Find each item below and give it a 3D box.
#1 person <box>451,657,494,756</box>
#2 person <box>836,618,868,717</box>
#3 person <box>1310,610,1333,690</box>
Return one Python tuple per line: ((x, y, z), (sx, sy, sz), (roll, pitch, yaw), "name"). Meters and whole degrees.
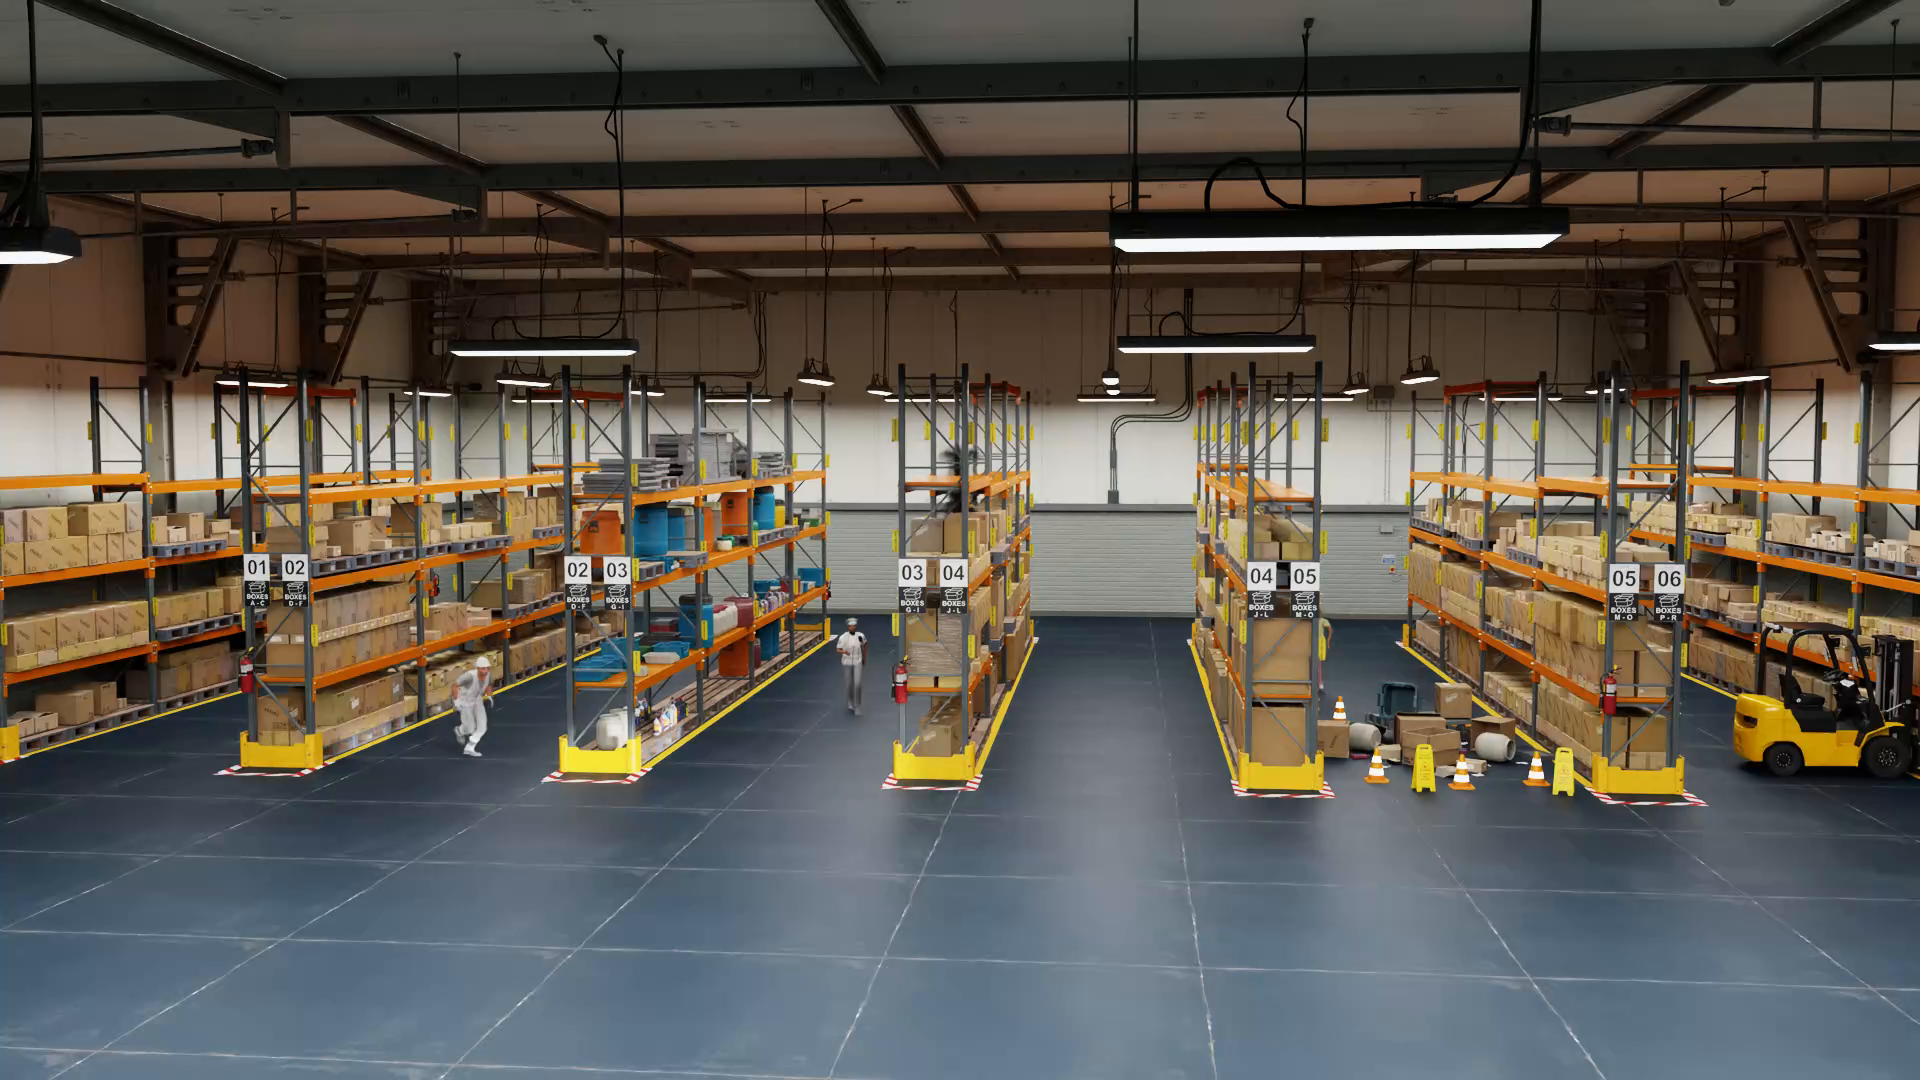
((-7.585, 2.571, 25.746), (0.996, 1.577, 0.675), (3, 5, 42), "person")
((-1.930, 2.250, 29.721), (0.560, 1.751, 0.785), (0, 4, -2), "person")
((6.944, 2.114, 32.328), (0.526, 1.676, 0.784), (0, 4, -6), "person")
